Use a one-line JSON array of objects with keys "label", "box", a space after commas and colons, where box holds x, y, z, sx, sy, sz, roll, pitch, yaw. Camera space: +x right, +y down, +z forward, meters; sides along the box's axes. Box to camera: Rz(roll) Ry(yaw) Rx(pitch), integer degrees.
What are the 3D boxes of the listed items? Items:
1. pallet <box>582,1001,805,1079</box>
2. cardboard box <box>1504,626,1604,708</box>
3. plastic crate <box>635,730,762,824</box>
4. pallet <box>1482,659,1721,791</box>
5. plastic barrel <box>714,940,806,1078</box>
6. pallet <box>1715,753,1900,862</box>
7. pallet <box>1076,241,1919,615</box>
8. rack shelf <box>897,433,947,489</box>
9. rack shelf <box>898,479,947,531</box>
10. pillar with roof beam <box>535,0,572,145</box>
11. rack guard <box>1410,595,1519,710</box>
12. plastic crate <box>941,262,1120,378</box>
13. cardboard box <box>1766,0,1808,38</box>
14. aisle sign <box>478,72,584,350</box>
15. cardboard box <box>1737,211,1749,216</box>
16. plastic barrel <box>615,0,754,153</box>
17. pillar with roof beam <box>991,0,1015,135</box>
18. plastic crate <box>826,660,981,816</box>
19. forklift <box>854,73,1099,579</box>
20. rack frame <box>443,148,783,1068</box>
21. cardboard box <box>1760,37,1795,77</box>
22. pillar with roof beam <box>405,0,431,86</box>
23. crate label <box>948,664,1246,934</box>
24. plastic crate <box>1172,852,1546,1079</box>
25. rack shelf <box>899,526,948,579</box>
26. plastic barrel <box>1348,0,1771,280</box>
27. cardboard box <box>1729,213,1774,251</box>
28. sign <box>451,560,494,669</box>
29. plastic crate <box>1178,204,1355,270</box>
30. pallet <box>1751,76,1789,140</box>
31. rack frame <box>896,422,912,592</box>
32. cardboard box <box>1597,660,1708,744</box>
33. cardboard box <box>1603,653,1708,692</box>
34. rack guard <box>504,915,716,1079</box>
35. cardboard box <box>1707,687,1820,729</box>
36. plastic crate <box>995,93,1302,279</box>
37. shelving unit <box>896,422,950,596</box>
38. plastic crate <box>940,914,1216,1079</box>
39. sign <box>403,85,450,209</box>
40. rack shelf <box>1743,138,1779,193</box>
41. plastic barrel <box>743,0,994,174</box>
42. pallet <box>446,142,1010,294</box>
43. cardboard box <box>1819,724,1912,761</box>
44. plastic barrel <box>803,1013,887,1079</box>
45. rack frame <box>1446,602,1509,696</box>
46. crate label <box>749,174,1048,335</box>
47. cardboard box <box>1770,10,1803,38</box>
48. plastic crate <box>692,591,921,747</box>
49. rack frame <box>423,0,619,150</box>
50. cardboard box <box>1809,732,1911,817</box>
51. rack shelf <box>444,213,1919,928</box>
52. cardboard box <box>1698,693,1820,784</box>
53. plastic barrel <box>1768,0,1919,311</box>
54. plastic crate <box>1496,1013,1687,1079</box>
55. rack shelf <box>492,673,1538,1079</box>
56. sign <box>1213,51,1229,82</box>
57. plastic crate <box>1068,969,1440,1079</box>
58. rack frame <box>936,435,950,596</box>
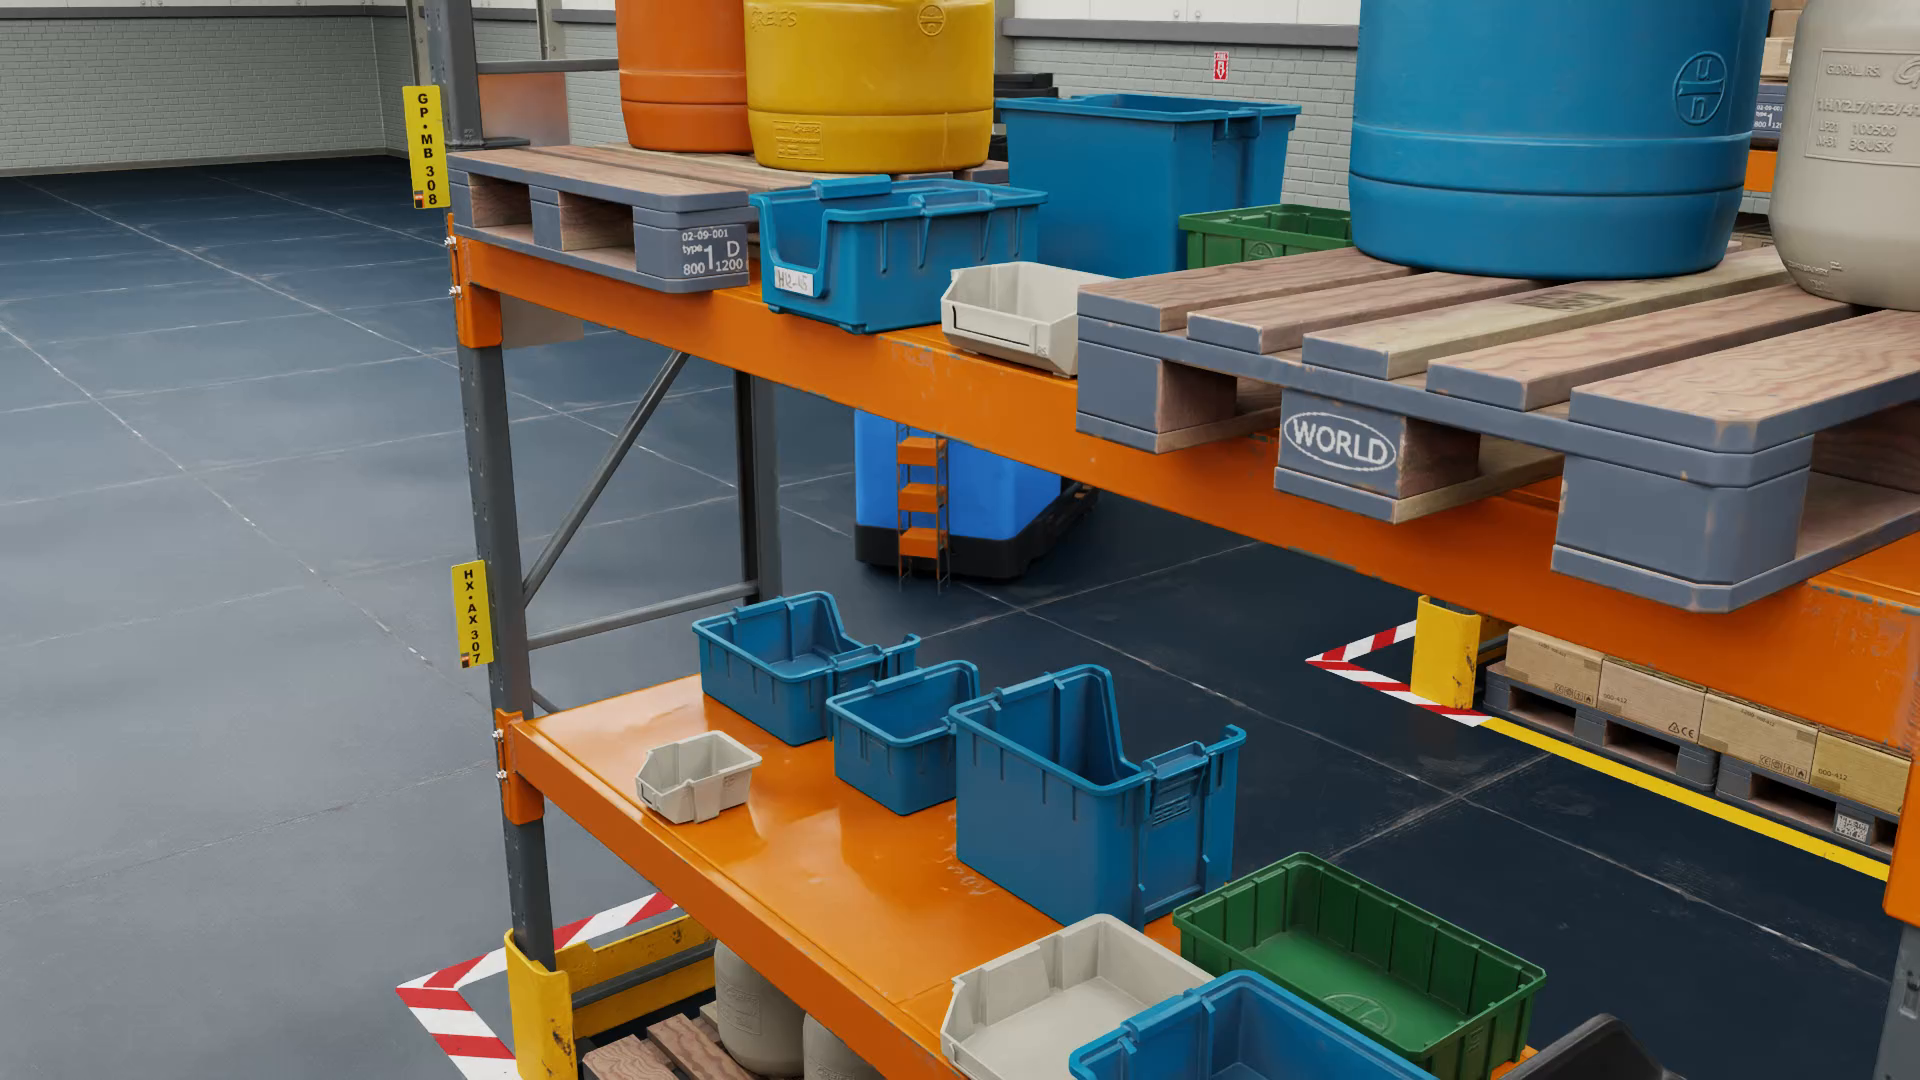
[{"label": "pallet", "box": [-0.439, 1.783, 5.143, 1.003, 0.211, 1.213, -14, 23, -36]}, {"label": "cardboard box", "box": [3.020, 0.564, 8.094, 0.500, 0.250, 0.500, -14, 23, -36]}, {"label": "plastic crate", "box": [-0.720, 0.657, 4.527, 0.298, 0.136, 0.250, -14, 23, -36]}, {"label": "pallet", "box": [3.369, 0.786, 8.152, 1.003, 0.211, 1.213, -14, 23, -36]}, {"label": "plastic barrel", "box": [-0.555, 1.377, 5.221, 0.421, 0.512, 0.421, 0, 18, 0]}, {"label": "pallet", "box": [4.122, 1.087, 7.244, 1.003, 0.211, 1.213, -14, 23, -36]}, {"label": "pallet", "box": [0.935, -0.259, 2.402, 1.213, 0.211, 1.003, -14, 23, -36]}, {"label": "rack shelf", "box": [-0.217, -0.463, 9.715, 0.240, 0.259, 0.215, 6, 20, 17]}, {"label": "rack shelf", "box": [-0.215, -0.196, 9.809, 0.240, 0.259, 0.215, 6, 20, 17]}, {"label": "pillar with roof beam", "box": [-10.421, -9.603, 25.549, 9.100, 9.000, 0.400, -14, 23, -36]}, {"label": "rack guard", "box": [2.847, 0.463, 8.669, 1.175, 0.500, 0.348, -14, 23, -36]}, {"label": "plastic crate", "box": [0.146, -0.382, 2.890, 0.243, 0.136, 0.396, -14, 23, -36]}, {"label": "cardboard box", "box": [3.215, -2.314, 7.252, 0.797, 0.503, 0.637, -12, 22, -32]}, {"label": "aisle sign", "box": [-1.298, -0.946, 4.813, 0.394, 0.787, 0.004, -14, 23, -36]}, {"label": "cardboard box", "box": [3.174, -1.250, 7.644, 0.700, 0.500, 0.500, -14, 23, -36]}, {"label": "plastic barrel", "box": [-0.622, -1.484, 4.449, 0.600, 0.830, 0.708, -14, 23, -36]}, {"label": "pillar with roof beam", "box": [-2.970, -6.646, 16.619, 9.100, 9.000, 0.400, -14, 23, -36]}, {"label": "plastic crate", "box": [-0.080, 0.545, 4.682, 0.499, 0.251, 0.408, -14, 23, -36]}, {"label": "forklift", "box": [0.323, -1.585, 10.987, 1.130, 2.935, 3.031, 6, 19, 19]}, {"label": "rack frame", "box": [-1.024, 0.248, 5.341, 1.000, 3.000, 0.127, -14, 23, -36]}, {"label": "cardboard box", "box": [3.454, -1.964, 6.758, 0.380, 0.149, 0.250, -14, 23, -36]}, {"label": "pillar with roof beam", "box": [-14.146, -11.082, 30.014, 9.100, 9.000, 0.400, -14, 23, -36]}, {"label": "crate label", "box": [0.331, 0.632, 4.125, 0.502, 0.435, 0.616, -14, 23, -36]}, {"label": "plastic crate", "box": [0.838, 0.945, 3.574, 0.450, 0.188, 0.662, -14, 23, -36]}, {"label": "rack shelf", "box": [-0.214, 0.067, 9.902, 0.240, 0.259, 0.215, 6, 20, 17]}, {"label": "plastic barrel", "box": [0.926, -0.894, 2.552, 0.600, 0.901, 0.708, -14, 23, -36]}, {"label": "cardboard box", "box": [3.505, -1.122, 7.256, 0.700, 0.500, 0.500, -15, 23, -38]}, {"label": "sign", "box": [-1.458, 0.223, 4.976, 0.100, 0.325, 0.005, -14, 23, -36]}, {"label": "plastic crate", "box": [0.694, -0.531, 3.261, 0.336, 0.188, 0.450, -14, 23, -36]}, {"label": "pallet", "box": [3.280, -1.920, 7.259, 1.003, 0.211, 1.213, -14, 23, -36]}, {"label": "rack frame", "box": [-0.331, -0.217, 9.842, 0.008, 1.050, 0.200, 6, 20, 17]}, {"label": "cardboard box", "box": [3.333, 0.686, 7.724, 0.500, 0.250, 0.500, -14, 23, -36]}, {"label": "cardboard box", "box": [3.332, 0.331, 7.605, 0.500, 0.500, 0.500, -14, 23, -36]}, {"label": "rack guard", "box": [-0.940, 1.444, 5.705, 1.175, 0.500, 0.348, -14, 23, -36]}, {"label": "cardboard box", "box": [3.653, 0.451, 7.240, 0.500, 0.500, 0.500, -14, 23, -36]}, {"label": "plastic crate", "box": [0.396, -0.757, 3.630, 0.392, 0.384, 0.575, -14, 23, -36]}, {"label": "shelving unit", "box": [-0.215, -0.206, 9.806, 0.252, 1.050, 0.215, 6, 20, 17]}, {"label": "plastic crate", "box": [0.253, 1.008, 3.465, 0.530, 0.136, 0.437, -14, 23, -36]}, {"label": "sign", "box": [-1.458, -1.074, 4.547, 0.100, 0.325, 0.005, -14, 23, -36]}, {"label": "rack shelf", "box": [4.103, -1.307, 6.411, 1.077, 0.370, 4.000, -14, 23, -36]}, {"label": "plastic barrel", "box": [-0.216, -1.208, 4.000, 0.600, 0.588, 0.600, 0, 18, 0]}, {"label": "pallet", "box": [-0.587, -0.863, 4.226, 1.003, 0.211, 1.213, -14, 23, -36]}, {"label": "cardboard box", "box": [3.949, 0.578, 6.858, 0.500, 0.500, 0.500, -14, 23, -36]}, {"label": "plastic barrel", "box": [-0.244, 1.501, 4.848, 0.421, 0.512, 0.421, 0, 18, 0]}, {"label": "rack frame", "box": [2.861, -0.718, 8.258, 1.000, 3.000, 0.127, -14, 23, -36]}, {"label": "crate label", "box": [-0.121, -0.579, 3.305, 0.502, 0.251, 0.408, -14, 23, -36]}, {"label": "cardboard box", "box": [3.783, -2.104, 7.020, 0.500, 0.250, 0.500, -14, 23, -36]}, {"label": "plastic crate", "box": [-0.478, 0.384, 5.168, 0.499, 0.251, 0.616, -14, 23, -36]}, {"label": "rack frame", "box": [-1.024, -2.600, 4.398, 1.000, 3.000, 0.127, -14, 23, -36]}, {"label": "cardboard box", "box": [3.950, 0.934, 6.977, 0.500, 0.250, 0.500, -14, 23, -36]}, {"label": "rack shelf", "box": [0.218, -0.341, 3.494, 1.077, 0.370, 4.000, -14, 23, -36]}, {"label": "cardboard box", "box": [3.643, 0.810, 7.352, 0.500, 0.250, 0.500, -14, 23, -36]}, {"label": "plastic barrel", "box": [1.346, -0.587, 2.245, 0.421, 0.512, 0.421, 0, 18, 0]}, {"label": "plastic crate", "box": [1.234, 1.110, 2.839, 0.767, 0.338, 0.504, -14, 23, -36]}, {"label": "rack shelf", "box": [0.218, 1.083, 3.966, 1.077, 0.370, 4.000, -14, 23, -36]}, {"label": "sign", "box": [2.698, -4.898, 17.196, 0.001, 0.298, 0.199, -14, 23, -36]}, {"label": "plastic crate", "box": [0.560, 1.085, 3.051, 0.499, 0.251, 0.616, -14, 23, -36]}, {"label": "rack frame", "box": [-0.100, -0.194, 9.770, 0.008, 1.050, 0.200, 6, 20, 17]}]
